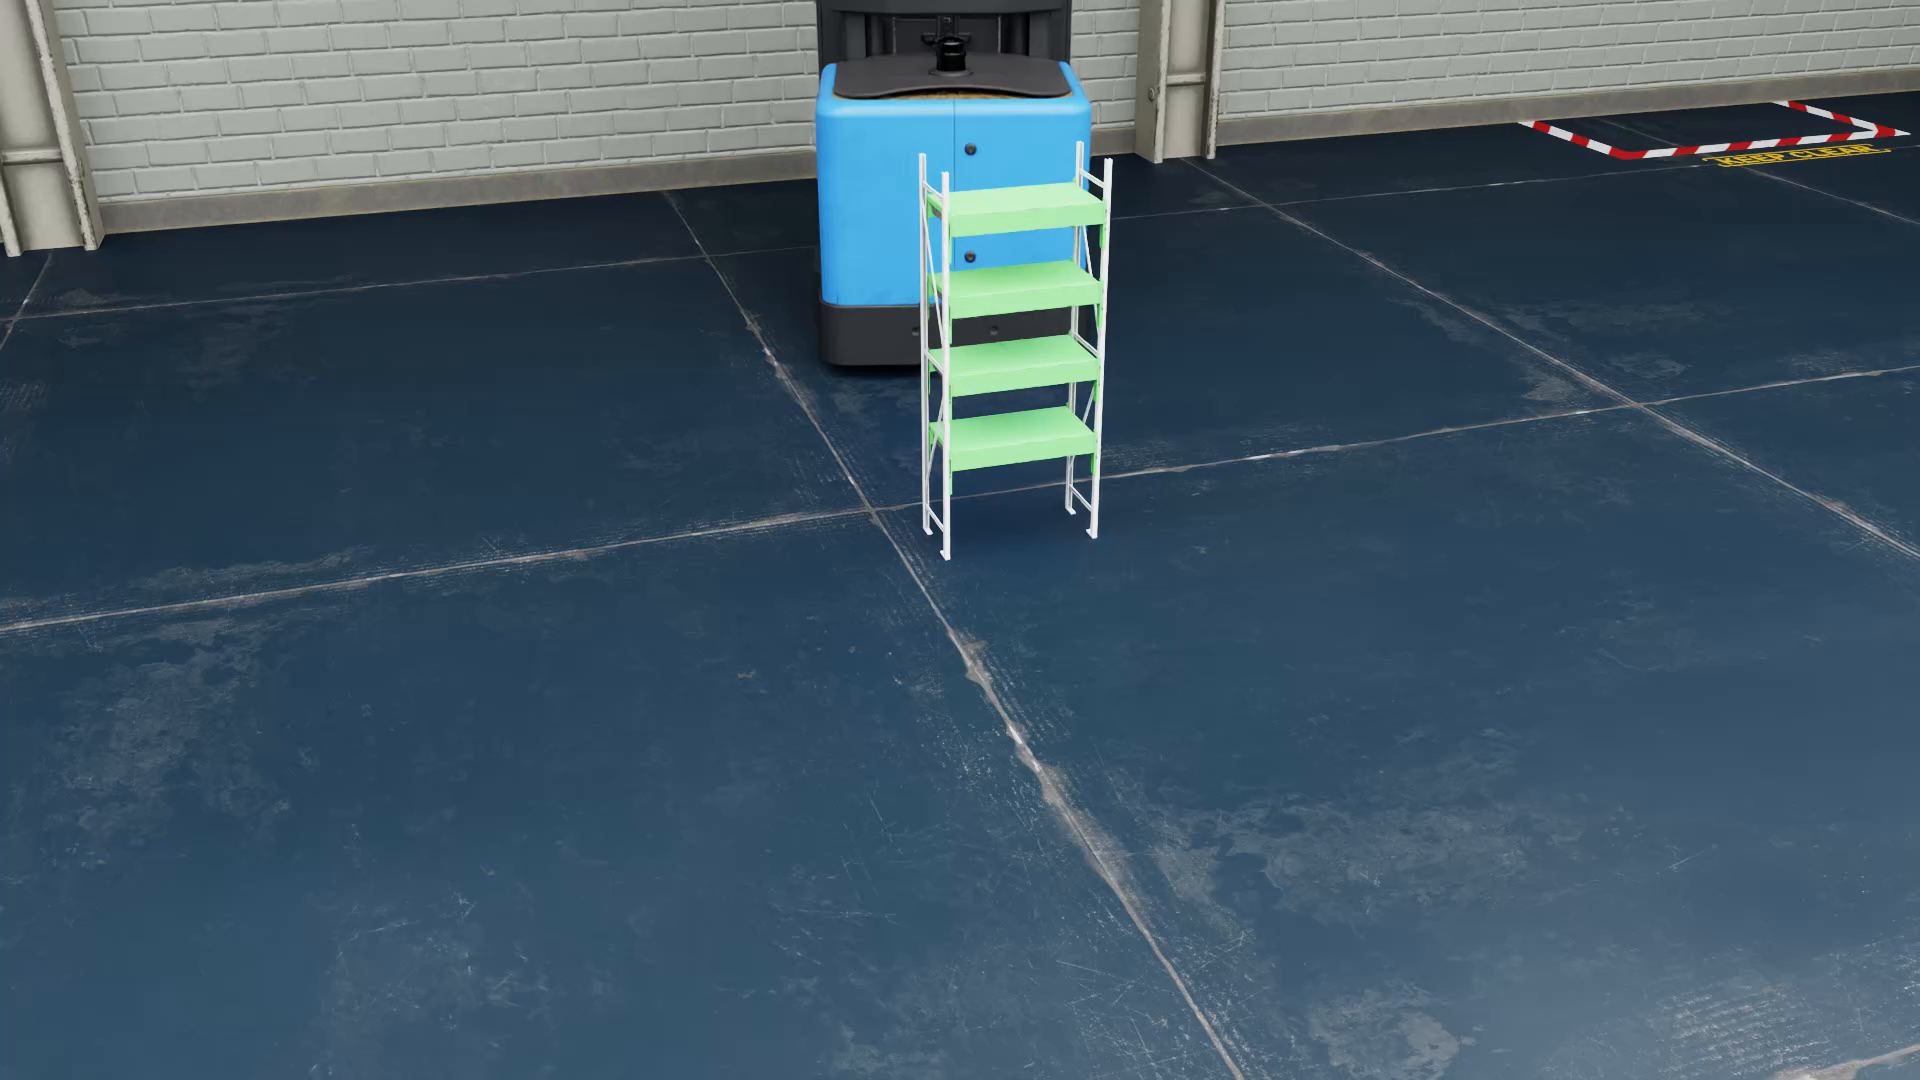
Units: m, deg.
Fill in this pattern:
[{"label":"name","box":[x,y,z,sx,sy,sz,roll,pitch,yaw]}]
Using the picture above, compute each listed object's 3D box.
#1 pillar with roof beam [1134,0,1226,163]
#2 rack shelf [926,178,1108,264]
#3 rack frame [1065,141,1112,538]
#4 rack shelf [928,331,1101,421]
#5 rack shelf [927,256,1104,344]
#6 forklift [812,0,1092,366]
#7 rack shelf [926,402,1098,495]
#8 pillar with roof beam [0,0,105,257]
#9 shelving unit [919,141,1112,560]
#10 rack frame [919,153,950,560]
[{"label":"pillar with roof beam","box":[2.599,-4.491,4.176,0.400,9.000,9.100,-8,28,-16]},{"label":"rack shelf","box":[0.157,-0.933,4.844,0.480,0.148,0.258,-8,28,-16]},{"label":"rack frame","box":[0.389,-0.594,5.097,0.015,1.200,0.240,-8,28,-16]},{"label":"rack shelf","box":[0.157,-0.503,5.058,0.480,0.148,0.258,-8,28,-16]},{"label":"rack shelf","box":[0.157,-0.718,4.951,0.480,0.148,0.258,-8,28,-16]},{"label":"forklift","box":[-0.078,-2.604,7.200,1.130,2.935,3.031,-1,26,-2]},{"label":"rack shelf","box":[0.157,-0.288,5.164,0.480,0.148,0.258,-8,28,-16]},{"label":"pillar with roof beam","box":[-3.106,-3.665,2.512,0.400,9.000,9.100,-8,28,-16]},{"label":"shelving unit","box":[0.157,-0.560,5.029,0.503,1.200,0.258,-8,28,-16]},{"label":"rack frame","box":[-0.075,-0.527,4.961,0.015,1.200,0.240,-8,28,-16]}]
